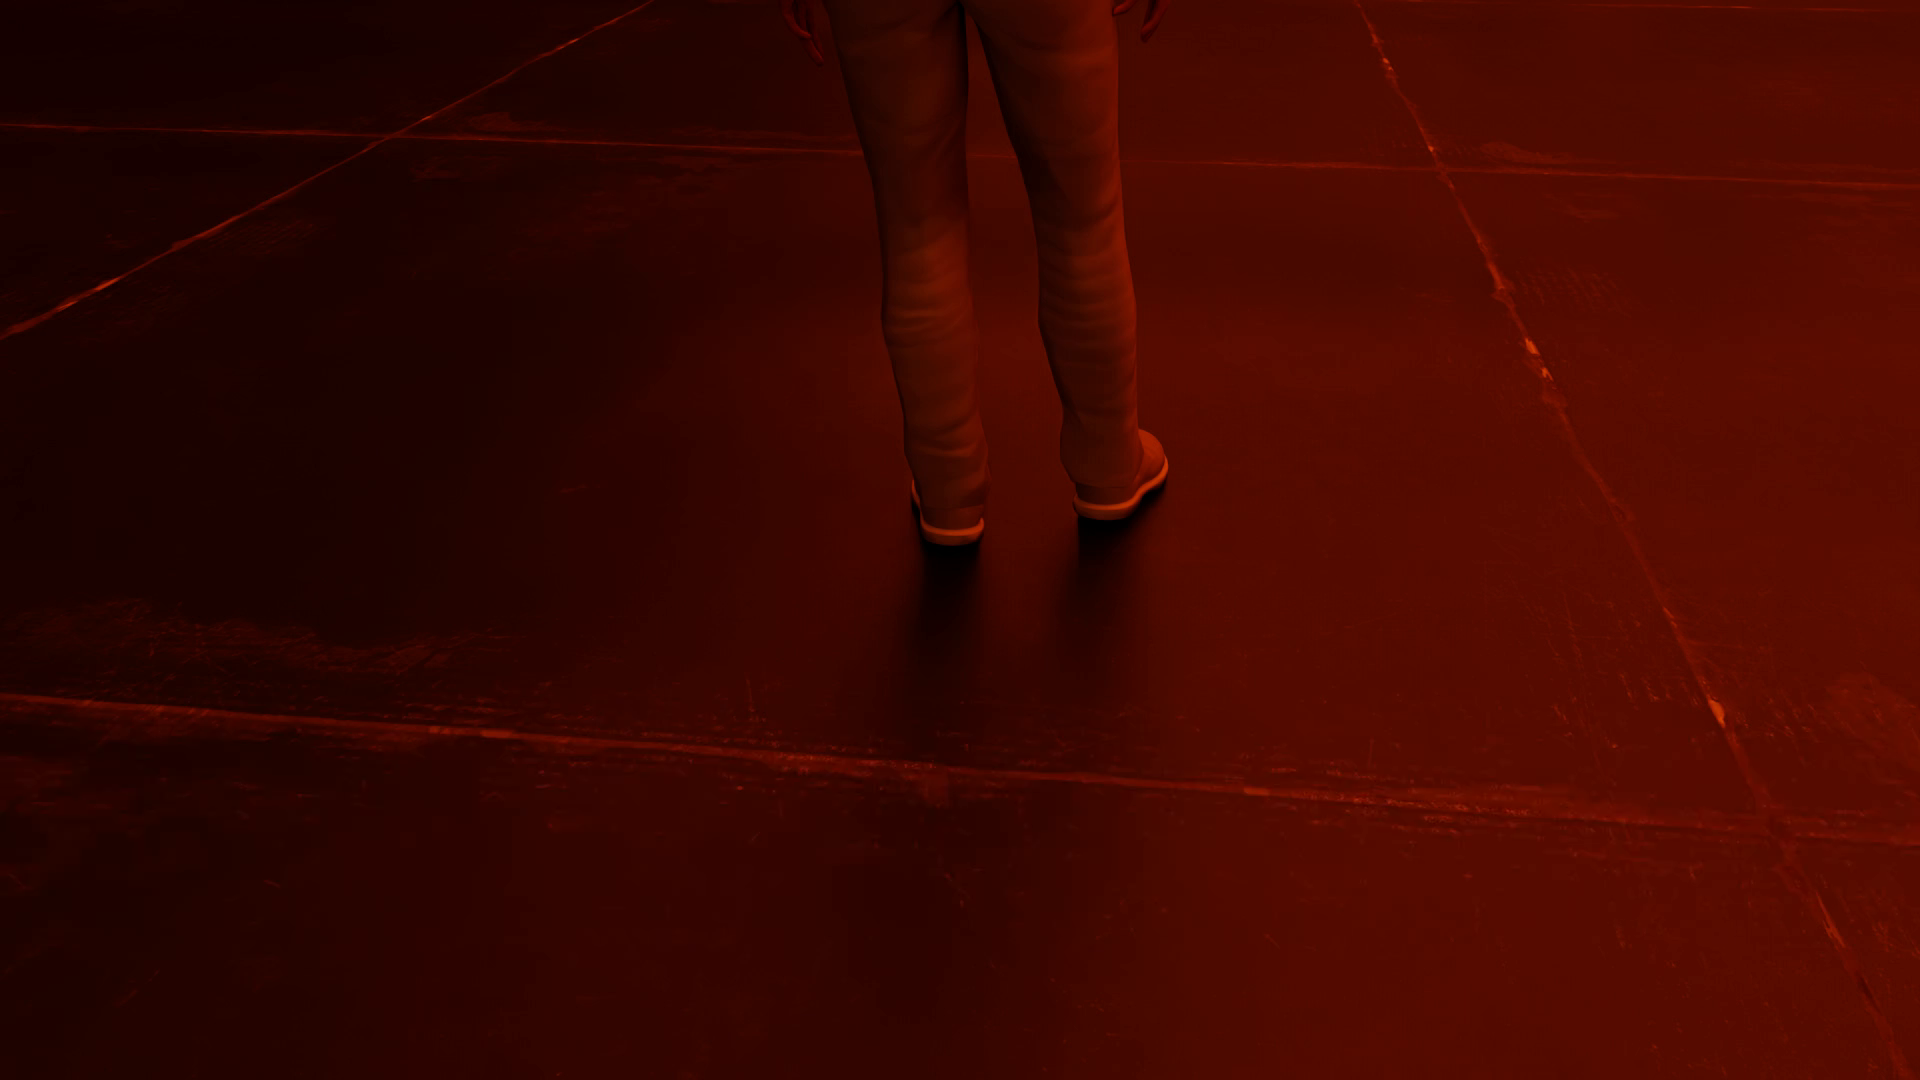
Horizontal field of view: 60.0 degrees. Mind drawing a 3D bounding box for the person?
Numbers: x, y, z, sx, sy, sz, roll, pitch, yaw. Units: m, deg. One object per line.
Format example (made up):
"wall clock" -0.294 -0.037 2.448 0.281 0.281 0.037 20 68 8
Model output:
"person" 0.030 -0.796 2.182 0.569 1.695 0.530 3 27 7
